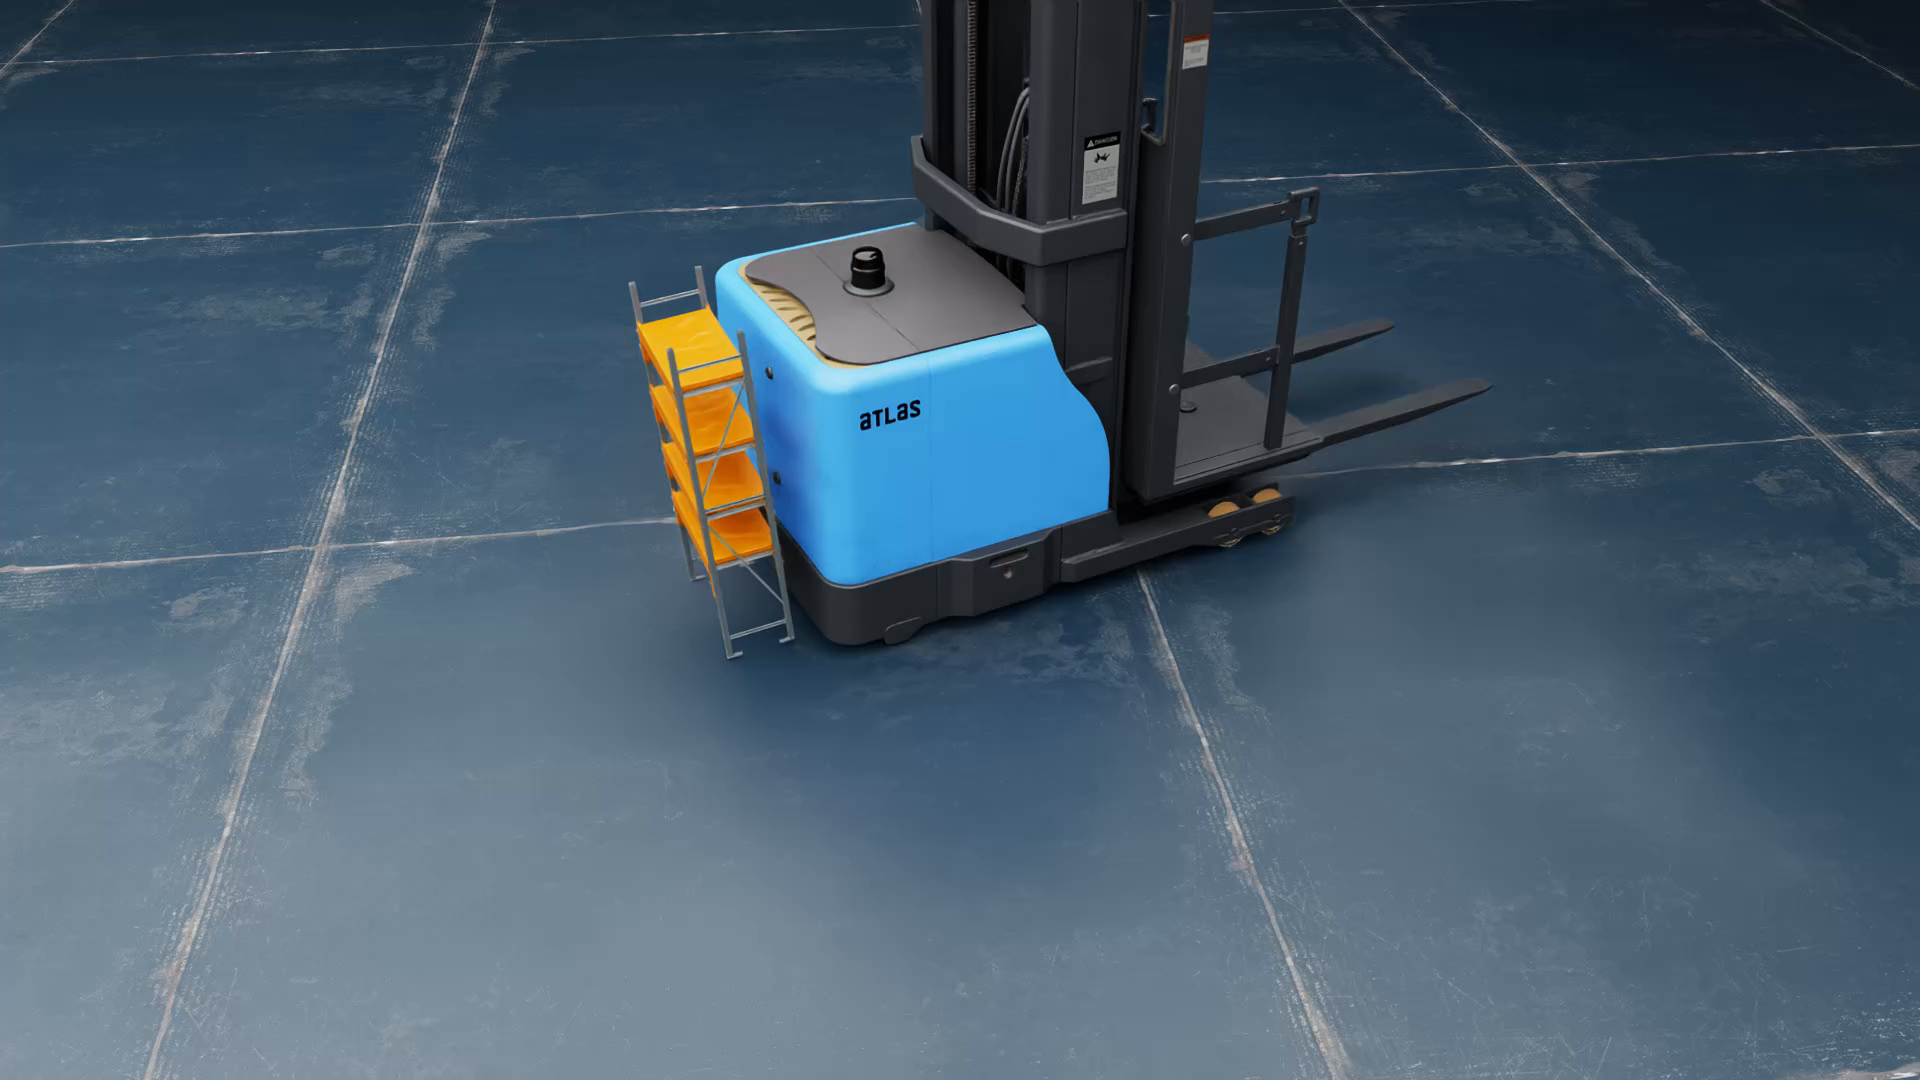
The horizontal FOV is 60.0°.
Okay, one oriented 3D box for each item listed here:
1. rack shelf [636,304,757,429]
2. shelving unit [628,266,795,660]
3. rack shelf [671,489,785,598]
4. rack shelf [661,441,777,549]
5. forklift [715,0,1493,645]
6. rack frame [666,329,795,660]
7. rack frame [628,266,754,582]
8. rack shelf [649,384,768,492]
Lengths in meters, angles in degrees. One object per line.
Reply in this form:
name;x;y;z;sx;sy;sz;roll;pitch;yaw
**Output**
rack shelf;-0.843;-0.560;5.294;0.258;0.148;0.480;-17;37;-16
shelving unit;-0.815;-0.242;5.523;0.258;1.200;0.503;-17;37;-16
rack shelf;-0.797;-0.027;5.679;0.258;0.148;0.480;-17;37;-16
rack shelf;-0.811;-0.188;5.563;0.258;0.148;0.480;-17;37;-16
forklift;0.684;-1.433;5.749;3.031;2.935;1.130;-16;38;-23
rack frame;-0.722;-0.115;5.337;0.240;1.200;0.015;-17;37;-16
rack frame;-0.908;-0.369;5.710;0.240;1.200;0.015;-17;37;-16
rack shelf;-0.826;-0.368;5.432;0.258;0.148;0.480;-17;37;-16
